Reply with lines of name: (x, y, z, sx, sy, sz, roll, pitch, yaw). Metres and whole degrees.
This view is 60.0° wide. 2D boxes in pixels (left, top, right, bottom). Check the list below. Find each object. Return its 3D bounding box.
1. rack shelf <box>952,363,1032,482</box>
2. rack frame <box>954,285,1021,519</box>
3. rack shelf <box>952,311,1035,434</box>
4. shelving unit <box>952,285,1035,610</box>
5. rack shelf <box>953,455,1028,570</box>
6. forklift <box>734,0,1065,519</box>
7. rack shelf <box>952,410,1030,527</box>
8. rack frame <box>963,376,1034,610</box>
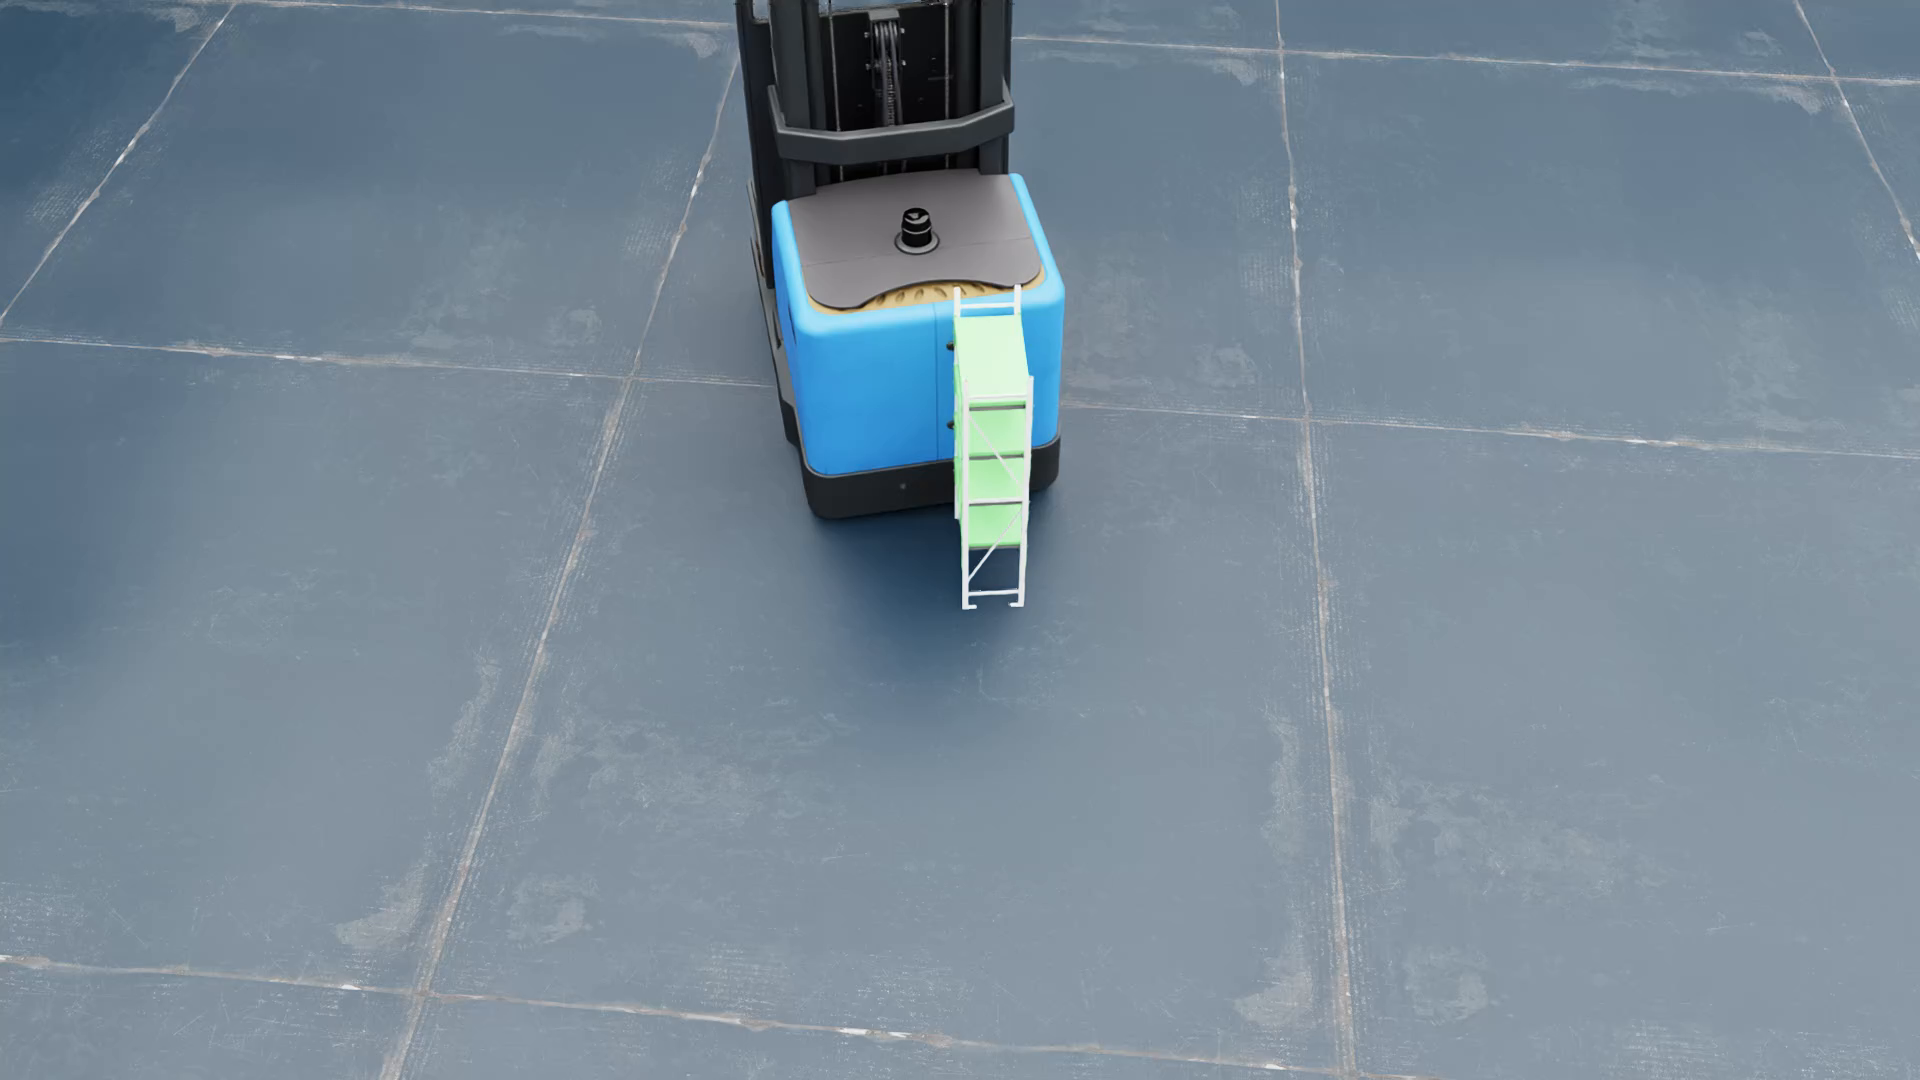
rack shelf: (0.114, -0.441, 6.128, 0.258, 0.148, 0.480, -3, 48, -2)
rack frame: (0.099, -0.502, 6.422, 0.240, 1.200, 0.015, -3, 48, -2)
rack shelf: (0.114, -0.603, 5.951, 0.258, 0.148, 0.480, -3, 48, -2)
shelving unit: (0.114, -0.323, 6.258, 0.258, 1.200, 0.503, -3, 48, -2)
rack shelf: (0.114, -0.117, 6.482, 0.258, 0.148, 0.480, -3, 48, -2)
forklift: (-0.384, -2.184, 6.787, 1.130, 2.935, 3.031, -8, 48, -8)
rack shelf: (0.114, -0.279, 6.305, 0.258, 0.148, 0.480, -3, 48, -2)
rack frame: (0.130, -0.143, 6.094, 0.240, 1.200, 0.015, -3, 48, -2)
